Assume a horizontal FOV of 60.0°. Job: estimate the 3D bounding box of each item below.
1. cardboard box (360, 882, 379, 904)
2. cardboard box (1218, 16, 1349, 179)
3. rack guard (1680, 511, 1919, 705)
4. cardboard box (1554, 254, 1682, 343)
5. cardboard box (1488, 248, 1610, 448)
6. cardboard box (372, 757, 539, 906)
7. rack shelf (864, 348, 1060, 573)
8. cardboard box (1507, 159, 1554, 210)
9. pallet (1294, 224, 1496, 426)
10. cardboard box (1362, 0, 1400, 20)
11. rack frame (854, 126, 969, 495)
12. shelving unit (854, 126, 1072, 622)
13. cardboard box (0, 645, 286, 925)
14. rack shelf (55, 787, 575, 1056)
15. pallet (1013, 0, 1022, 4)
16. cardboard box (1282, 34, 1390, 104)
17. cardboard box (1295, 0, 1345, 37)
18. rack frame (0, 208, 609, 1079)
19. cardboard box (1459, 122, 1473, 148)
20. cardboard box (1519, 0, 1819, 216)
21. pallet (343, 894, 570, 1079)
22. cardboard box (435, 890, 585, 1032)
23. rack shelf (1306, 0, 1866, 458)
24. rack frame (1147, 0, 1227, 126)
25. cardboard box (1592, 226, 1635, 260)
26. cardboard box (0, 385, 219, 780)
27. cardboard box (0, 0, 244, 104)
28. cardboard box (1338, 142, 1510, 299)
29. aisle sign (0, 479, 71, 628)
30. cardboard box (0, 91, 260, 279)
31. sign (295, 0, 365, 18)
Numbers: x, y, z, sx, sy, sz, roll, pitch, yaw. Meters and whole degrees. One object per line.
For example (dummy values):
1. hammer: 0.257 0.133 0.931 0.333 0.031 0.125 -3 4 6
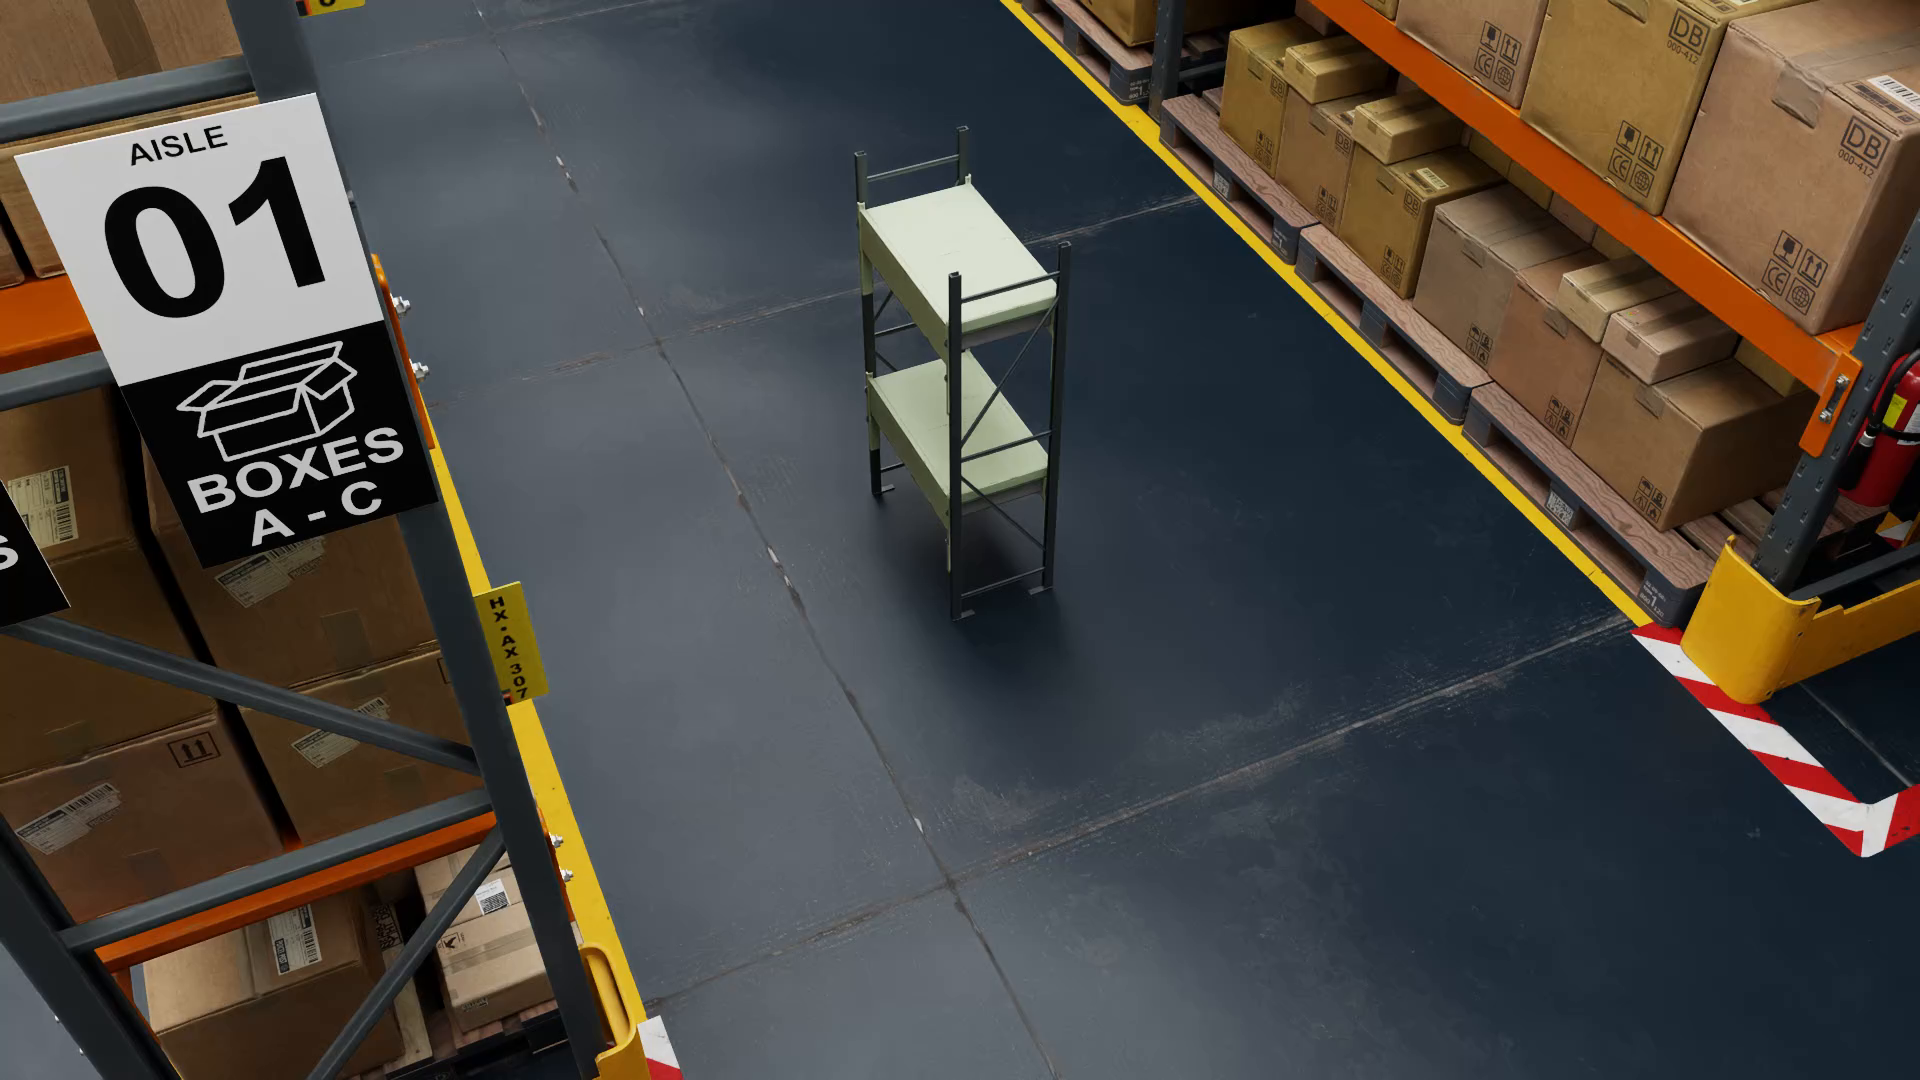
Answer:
1. cardboard box: -1.921 0.972 4.833 0.380 0.166 0.250 -18 47 -17
2. cardboard box: 1.652 -2.089 7.712 0.700 0.500 0.500 -17 47 -17
3. rack guard: 3.123 0.118 5.774 1.175 0.500 0.348 -18 47 -17
4. cardboard box: 2.400 -0.884 6.030 0.380 0.149 0.250 -17 47 -16
5. cardboard box: 2.517 -0.782 6.387 0.700 0.500 0.500 -18 47 -18
6. cardboard box: -1.562 0.752 4.997 0.500 0.250 0.500 -18 47 -17
7. rack shelf: -0.003 -0.306 5.957 0.431 0.370 0.720 -18 47 -17
8. cardboard box: 2.427 -1.481 6.634 0.380 0.149 0.250 -18 47 -17
9. pallet: 2.196 -1.057 7.171 1.003 0.211 1.213 -18 47 -17
10. cardboard box: 1.946 -2.625 6.561 0.980 0.700 0.700 -19 48 -18
11. rack frame: -0.157 -0.771 5.964 0.400 1.500 0.023 -18 47 -17
12. shelving unit: -0.003 -0.538 5.728 0.431 1.500 0.755 -18 47 -17
13. cardboard box: -1.816 0.438 3.599 0.500 0.500 0.500 -17 47 -16
14. rack shelf: -2.221 -0.340 4.971 1.077 0.370 4.000 -18 47 -17
15. pallet: 0.521 -3.591 9.739 1.003 0.211 1.213 -18 47 -17
16. cardboard box: 1.631 -2.047 7.208 0.380 0.149 0.250 -17 47 -16
17. cardboard box: 1.771 -2.470 7.637 0.380 0.149 0.250 -18 47 -18
18. rack frame: -1.380 0.679 3.427 1.000 3.000 0.127 -18 47 -17
19. cardboard box: 2.211 -1.806 6.964 0.380 0.149 0.250 -18 47 -17
20. cardboard box: 2.573 -1.676 5.599 0.980 0.700 0.700 -18 48 -18
21. pallet: -1.748 1.115 4.970 1.003 0.211 1.213 -18 47 -17
22. cardboard box: -1.245 1.169 4.647 0.380 0.149 0.250 -18 47 -17
23. rack shelf: 2.272 -1.805 6.456 1.077 0.370 4.000 -18 47 -17
24. rack frame: 1.431 -3.336 7.495 1.000 3.000 0.127 -18 47 -17
25. cardboard box: 2.643 -1.155 6.304 0.380 0.149 0.250 -18 47 -17
26. cardboard box: -1.817 0.085 3.245 0.500 0.500 0.500 -18 48 -18
27. cardboard box: -1.360 -0.918 2.660 0.500 0.250 0.500 -18 47 -17
28. cardboard box: 2.074 -1.440 7.054 0.700 0.500 0.500 -17 47 -16
29. aisle sign: -1.630 -0.113 2.378 0.394 0.787 0.004 -18 47 -17
30. cardboard box: -1.366 -0.738 2.834 0.500 0.250 0.500 -18 47 -17
31. sign: -0.888 -0.861 2.229 0.100 0.325 0.005 -18 47 -17
